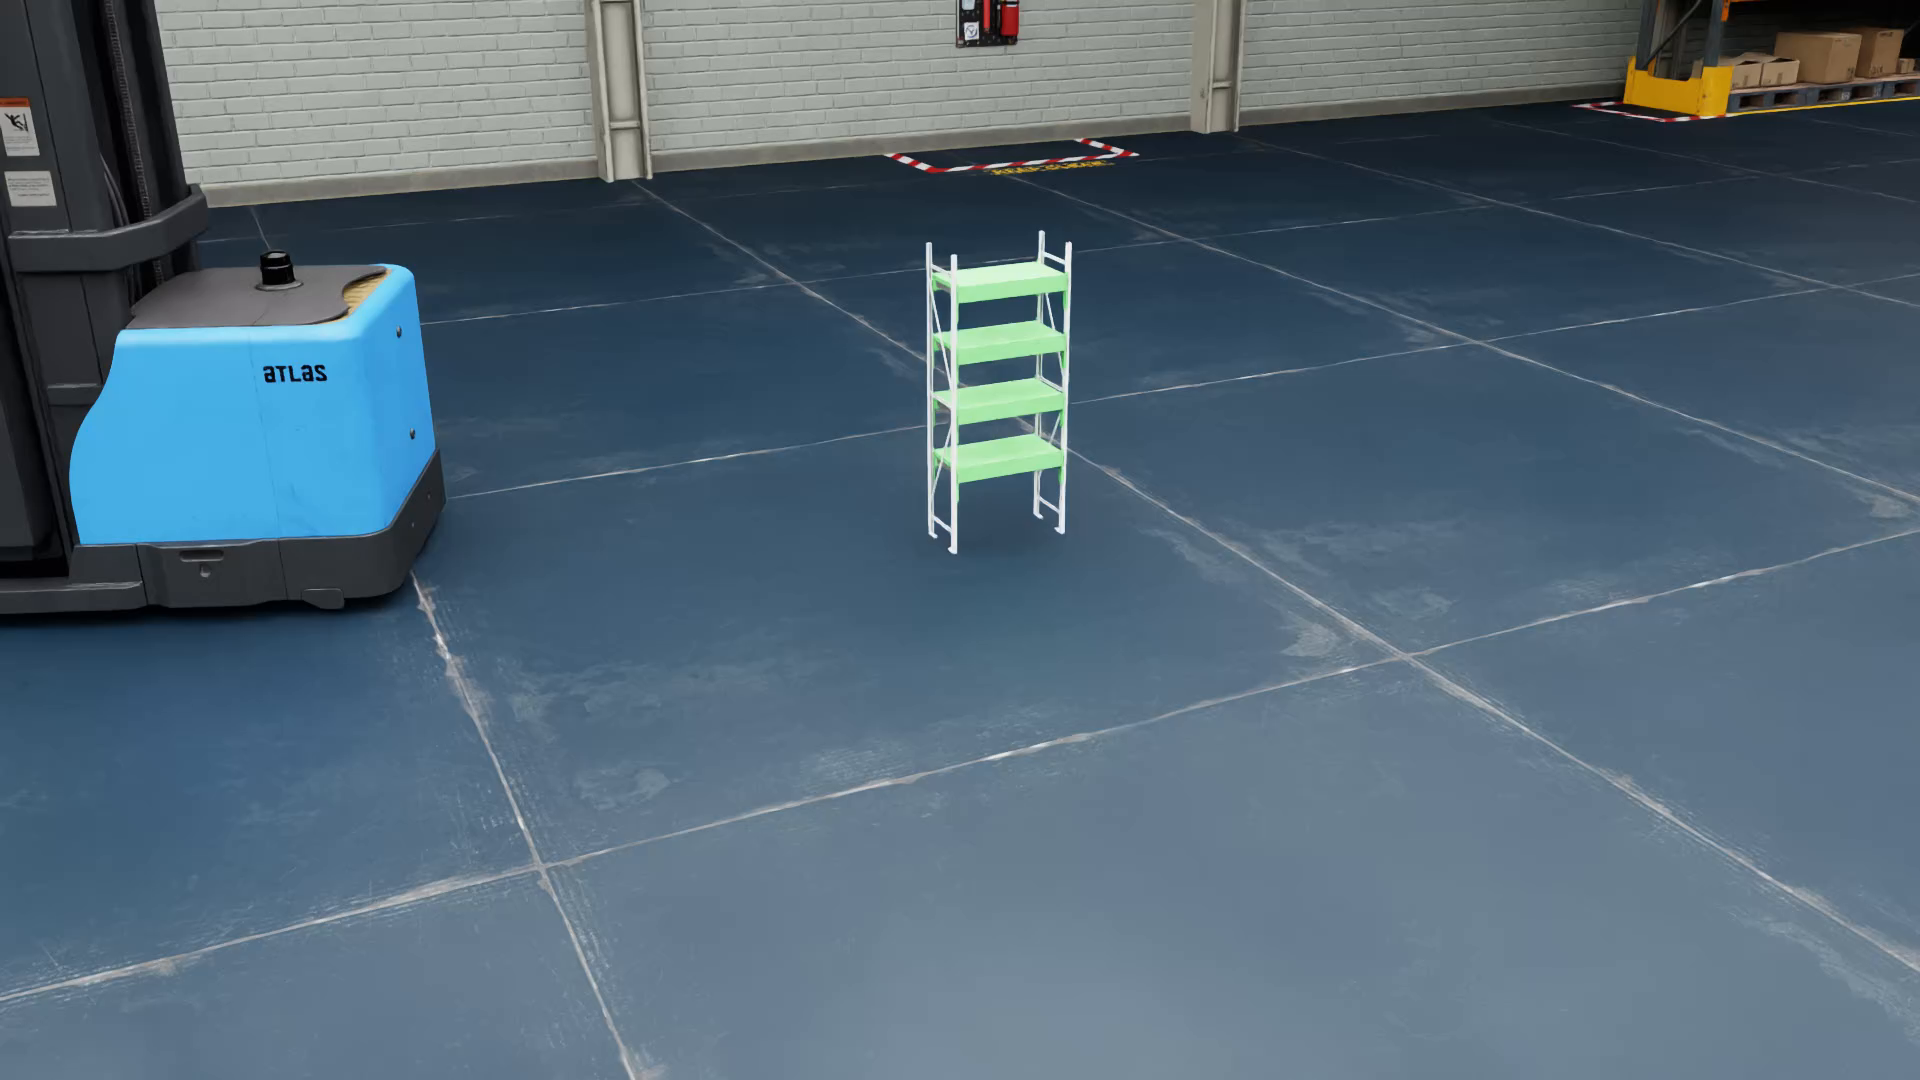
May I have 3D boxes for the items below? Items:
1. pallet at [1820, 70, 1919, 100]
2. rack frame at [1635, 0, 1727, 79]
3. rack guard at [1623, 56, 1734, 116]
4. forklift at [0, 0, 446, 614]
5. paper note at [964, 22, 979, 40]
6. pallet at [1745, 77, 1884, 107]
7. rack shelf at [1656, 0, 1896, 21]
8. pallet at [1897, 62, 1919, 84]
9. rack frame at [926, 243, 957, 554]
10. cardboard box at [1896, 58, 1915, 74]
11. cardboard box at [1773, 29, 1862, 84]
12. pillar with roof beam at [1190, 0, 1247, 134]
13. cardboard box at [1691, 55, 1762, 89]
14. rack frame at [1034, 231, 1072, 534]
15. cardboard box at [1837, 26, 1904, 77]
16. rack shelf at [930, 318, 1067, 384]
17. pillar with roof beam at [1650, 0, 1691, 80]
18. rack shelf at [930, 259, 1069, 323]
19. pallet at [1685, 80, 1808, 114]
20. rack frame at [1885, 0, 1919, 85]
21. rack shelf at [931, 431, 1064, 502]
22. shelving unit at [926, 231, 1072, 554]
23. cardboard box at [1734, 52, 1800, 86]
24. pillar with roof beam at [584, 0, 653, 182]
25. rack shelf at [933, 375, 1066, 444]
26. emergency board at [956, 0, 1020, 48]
[{"bbox_3d":[10.705,-5.321,19.329,1.213,0.211,1.003,-10,25,-24],"label":"pallet"},{"bbox_3d":[7.691,-6.070,17.491,0.127,3.000,1.000,-10,25,-24],"label":"rack frame"},{"bbox_3d":[7.760,-4.927,18.000,0.348,0.500,1.175,-10,25,-24],"label":"rack guard"},{"bbox_3d":[-3.616,-1.230,5.889,3.031,2.935,1.130,-2,23,-5],"label":"forklift"},{"bbox_3d":[0.108,-4.679,15.284,0.142,0.148,0.016,-10,25,-24],"label":"paper note"},{"bbox_3d":[9.605,-5.117,18.836,1.213,0.211,1.003,-10,25,-24],"label":"pallet"},{"bbox_3d":[9.493,-6.069,18.430,4.000,0.370,1.077,-10,25,-24],"label":"rack shelf"},{"bbox_3d":[11.996,-5.574,19.941,1.213,0.211,1.003,-10,25,-24],"label":"pallet"},{"bbox_3d":[-0.071,-0.541,6.489,0.015,1.200,0.240,-10,25,-24],"label":"rack frame"},{"bbox_3d":[10.826,-5.528,19.312,0.250,0.166,0.380,-14,26,-30],"label":"cardboard box"},{"bbox_3d":[9.550,-5.401,18.568,0.500,0.500,0.700,-12,25,-27],"label":"cardboard box"},{"bbox_3d":[4.407,-6.777,11.356,0.400,9.000,9.100,-10,25,-24],"label":"pillar with roof beam"},{"bbox_3d":[8.354,-5.114,18.124,0.500,0.311,0.500,-14,26,-30],"label":"cardboard box"},{"bbox_3d":[0.369,-0.622,6.685,0.015,1.200,0.240,-10,25,-24],"label":"rack frame"},{"bbox_3d":[10.377,-5.595,19.039,0.500,0.500,0.500,-12,26,-28],"label":"cardboard box"},{"bbox_3d":[0.149,-0.745,6.519,0.480,0.148,0.258,-10,25,-24],"label":"rack shelf"},{"bbox_3d":[9.814,-7.772,13.760,0.400,9.000,9.100,-10,25,-24],"label":"pillar with roof beam"},{"bbox_3d":[0.149,-0.966,6.428,0.480,0.148,0.258,-10,25,-24],"label":"rack shelf"},{"bbox_3d":[8.507,-4.916,18.351,1.213,0.211,1.003,-10,25,-24],"label":"pallet"},{"bbox_3d":[11.295,-6.733,19.094,0.127,3.000,1.000,-10,25,-24],"label":"rack frame"},{"bbox_3d":[0.149,-0.301,6.703,0.480,0.148,0.258,-10,25,-24],"label":"rack shelf"},{"bbox_3d":[0.149,-0.582,6.587,0.503,1.200,0.258,-10,25,-24],"label":"shelving unit"},{"bbox_3d":[8.867,-5.209,18.352,0.500,0.311,0.500,-8,24,-19],"label":"cardboard box"},{"bbox_3d":[-0.999,-5.782,8.952,0.400,9.000,9.100,-10,25,-24],"label":"pillar with roof beam"},{"bbox_3d":[0.149,-0.523,6.611,0.480,0.148,0.258,-10,25,-24],"label":"rack shelf"},{"bbox_3d":[0.297,-5.092,15.129,0.643,1.169,0.194,-10,25,-24],"label":"emergency board"}]
